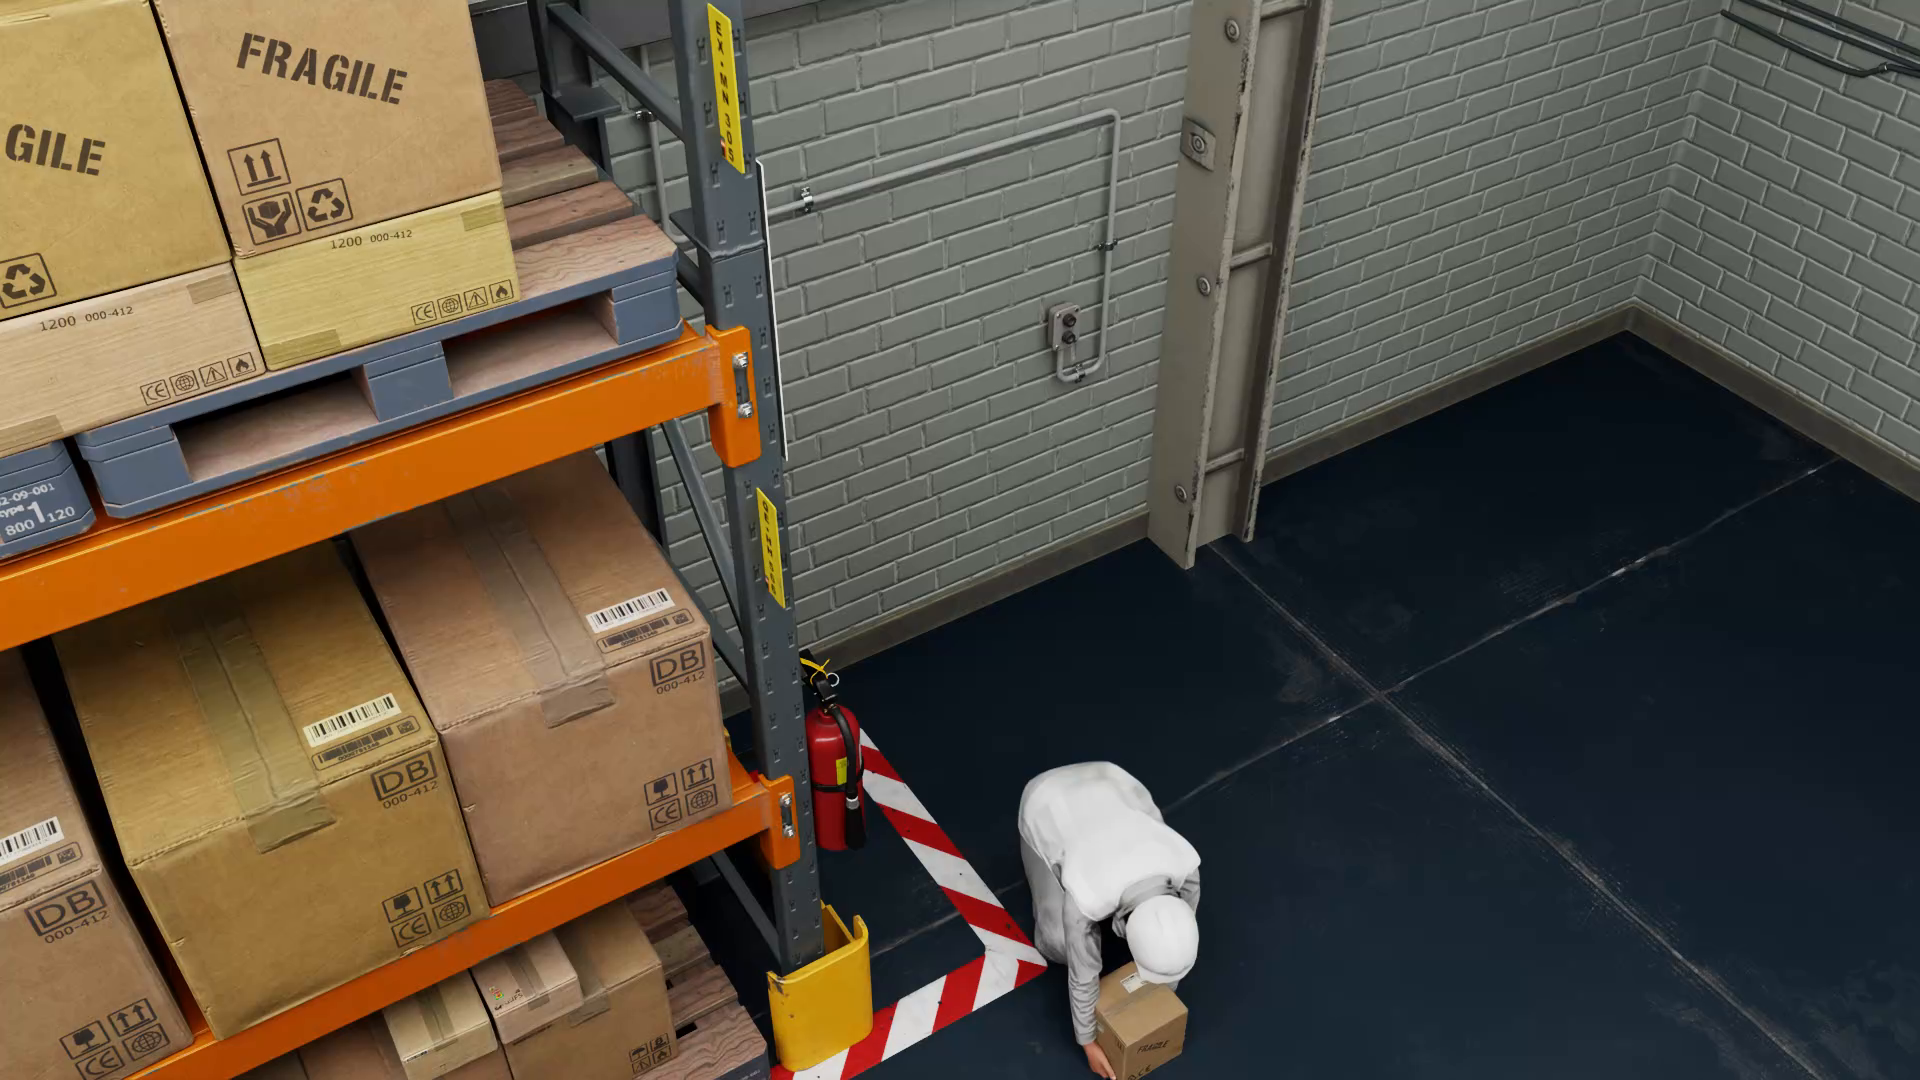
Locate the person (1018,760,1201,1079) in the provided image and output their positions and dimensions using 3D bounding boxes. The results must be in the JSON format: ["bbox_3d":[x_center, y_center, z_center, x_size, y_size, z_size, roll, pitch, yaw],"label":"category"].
[{"bbox_3d":[0.506,1.215,5.541,0.520,0.838,0.970,-8,41,-9],"label":"person"}]
